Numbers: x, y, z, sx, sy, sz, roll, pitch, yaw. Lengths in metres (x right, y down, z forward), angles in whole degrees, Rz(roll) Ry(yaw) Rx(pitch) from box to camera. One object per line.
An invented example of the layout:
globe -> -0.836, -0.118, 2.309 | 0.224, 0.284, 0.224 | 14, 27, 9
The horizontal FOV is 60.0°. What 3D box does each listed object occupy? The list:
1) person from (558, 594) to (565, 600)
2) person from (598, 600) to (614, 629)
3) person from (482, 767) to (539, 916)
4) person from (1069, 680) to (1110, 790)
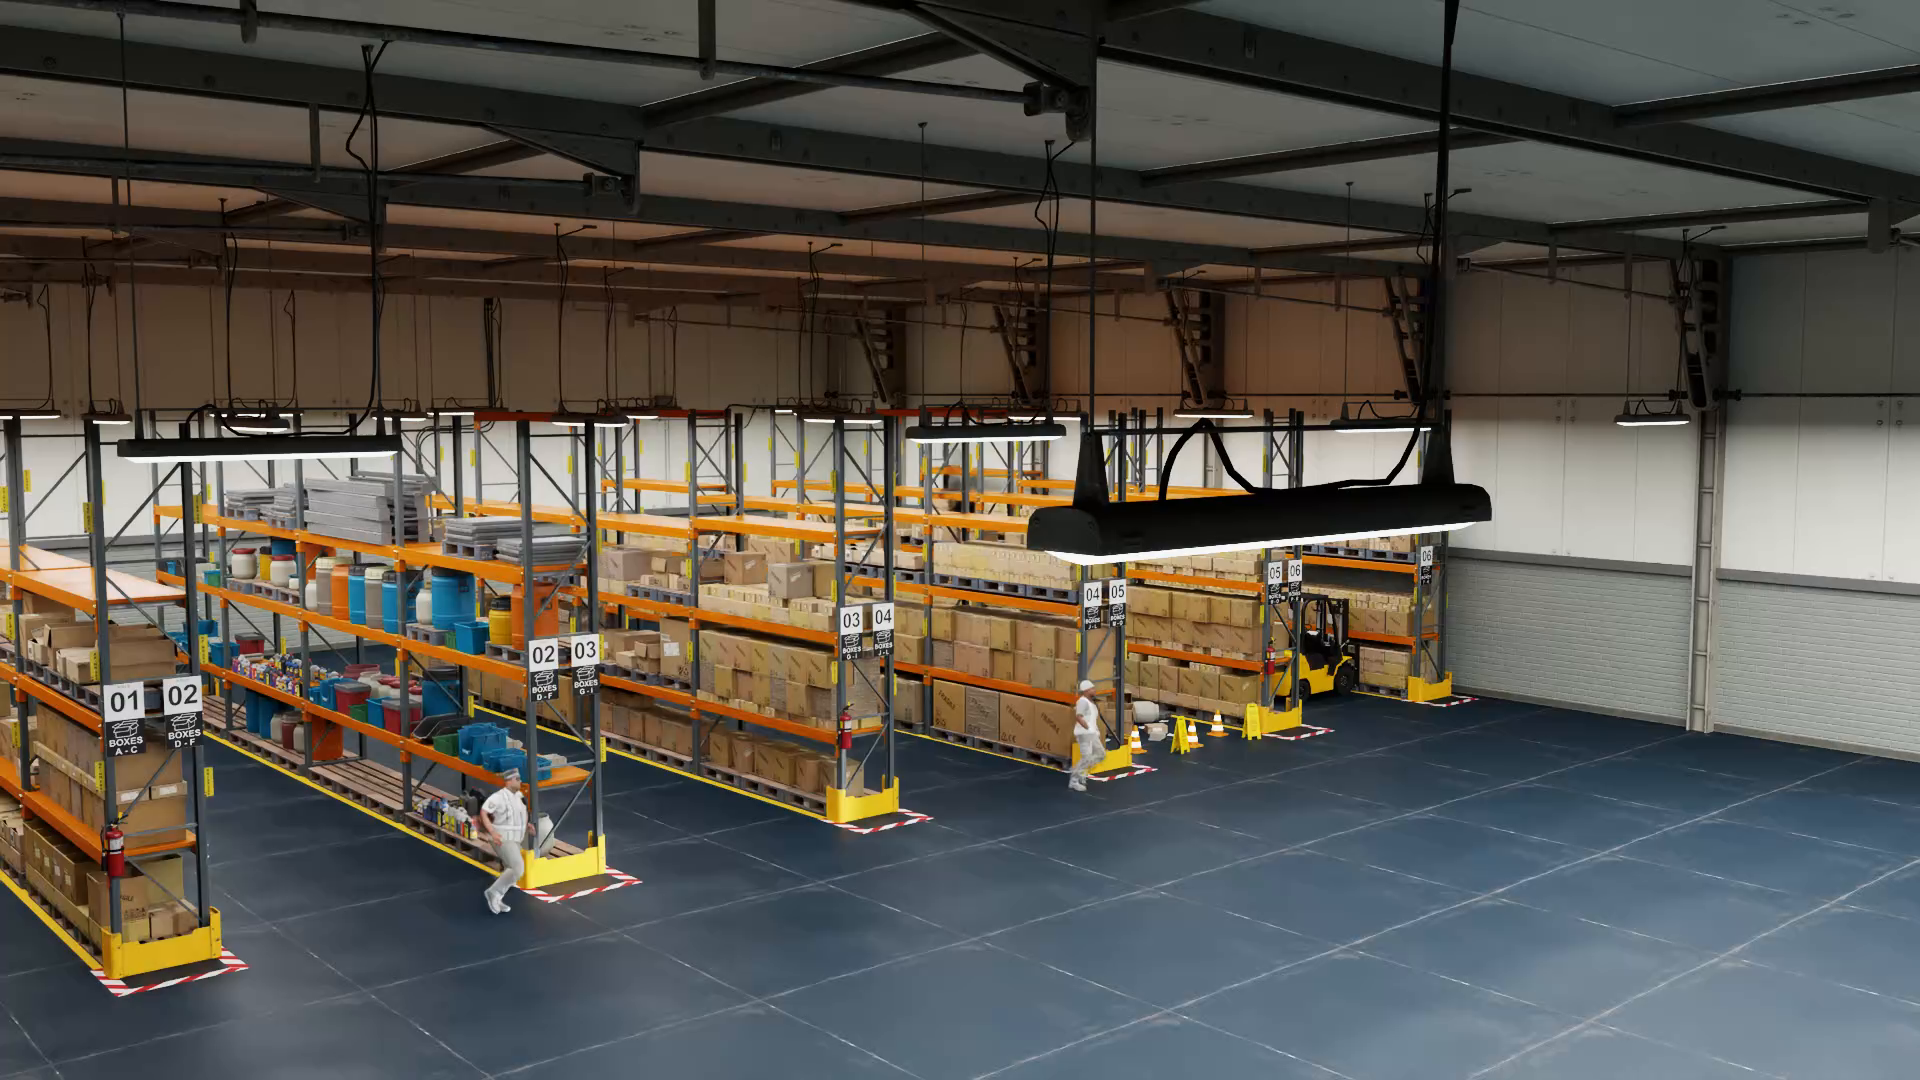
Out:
person -> -9.370, 2.100, 38.993 | 0.671, 1.660, 0.773 | 0, 5, -3
person -> -8.690, 1.892, 40.993 | 0.650, 1.767, 0.797 | 4, 6, 39
person -> -5.476, 3.679, 20.441 | 0.611, 1.753, 0.713 | 1, 5, 11
person -> 2.108, 3.111, 26.758 | 0.601, 1.728, 0.747 | 2, 5, 18
